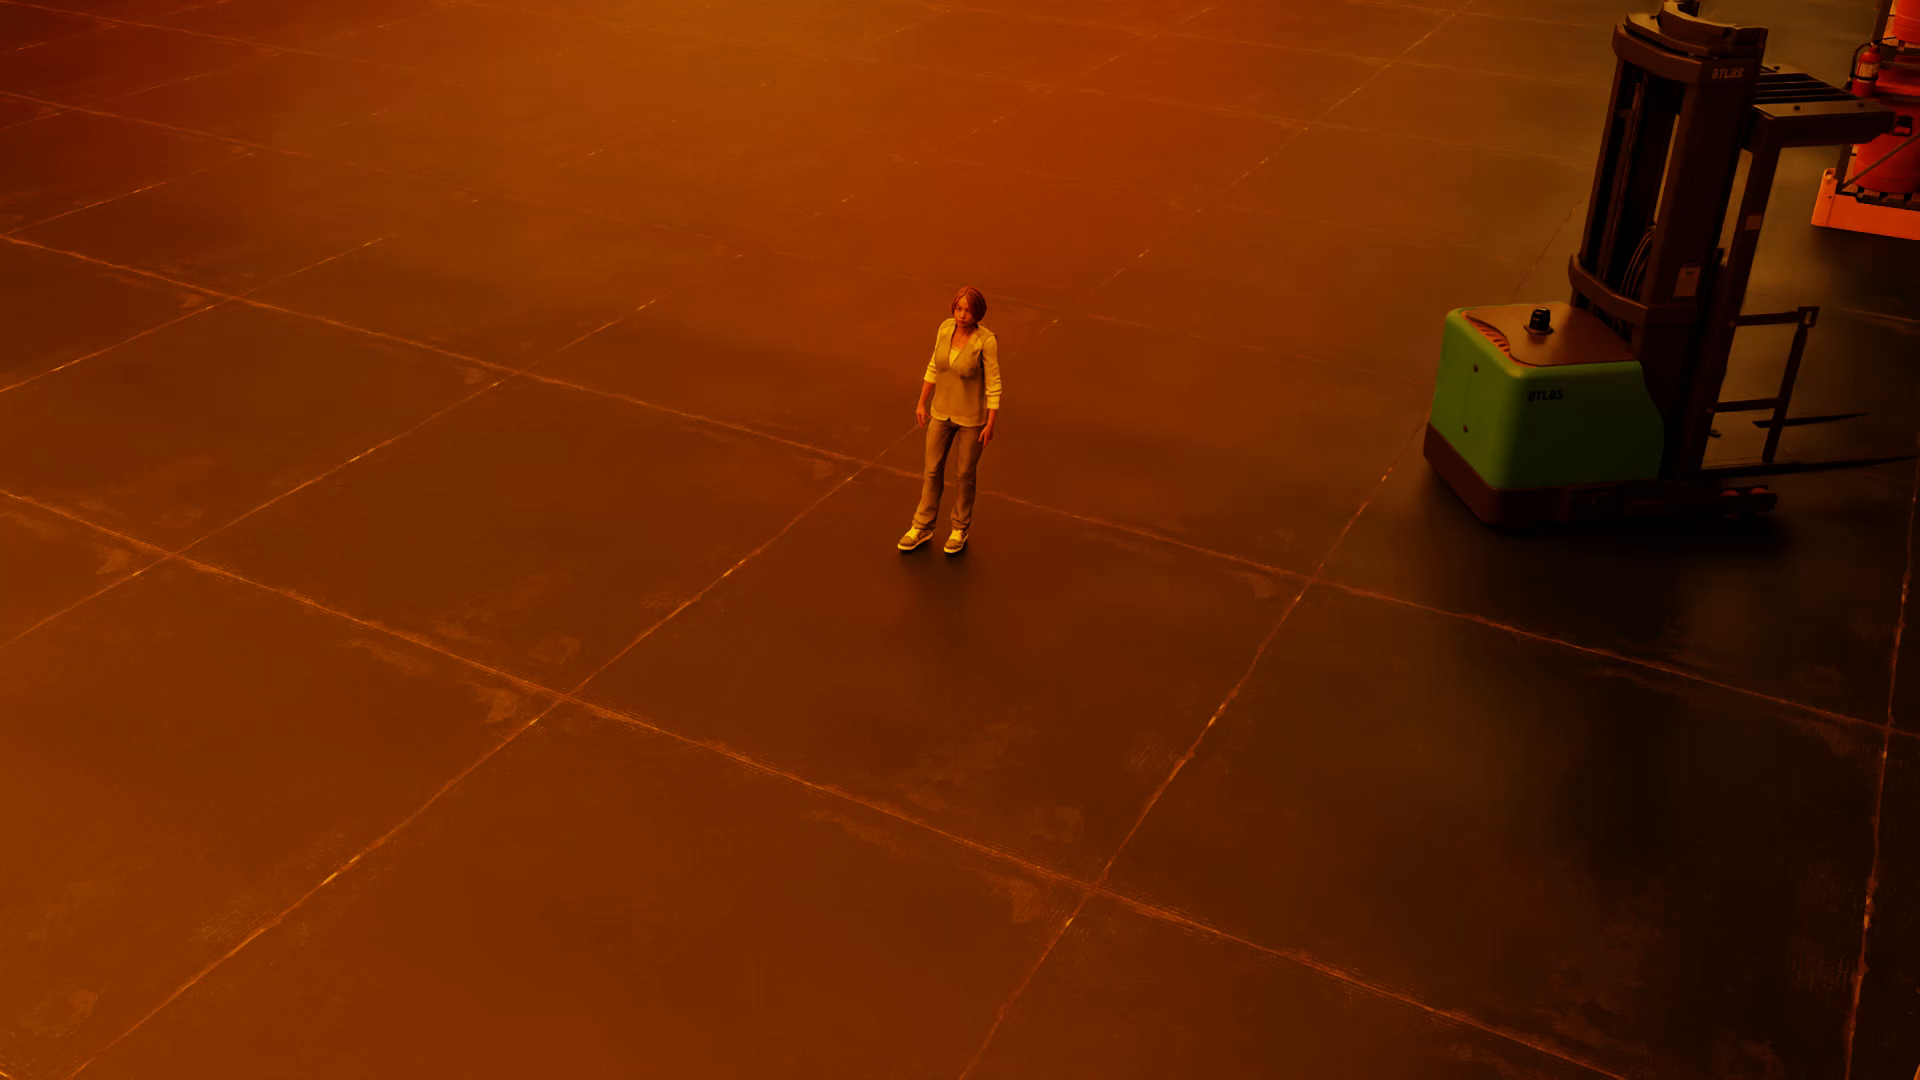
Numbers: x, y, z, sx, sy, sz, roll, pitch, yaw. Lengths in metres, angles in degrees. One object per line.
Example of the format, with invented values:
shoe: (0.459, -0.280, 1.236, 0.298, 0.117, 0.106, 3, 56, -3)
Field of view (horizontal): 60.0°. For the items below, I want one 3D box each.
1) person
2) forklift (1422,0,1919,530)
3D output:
person: (-0.048, -0.668, 9.549, 0.521, 1.599, 0.473, 15, 33, 25)
forklift: (4.574, -1.665, 9.956, 3.031, 2.935, 1.130, -5, 30, -8)
